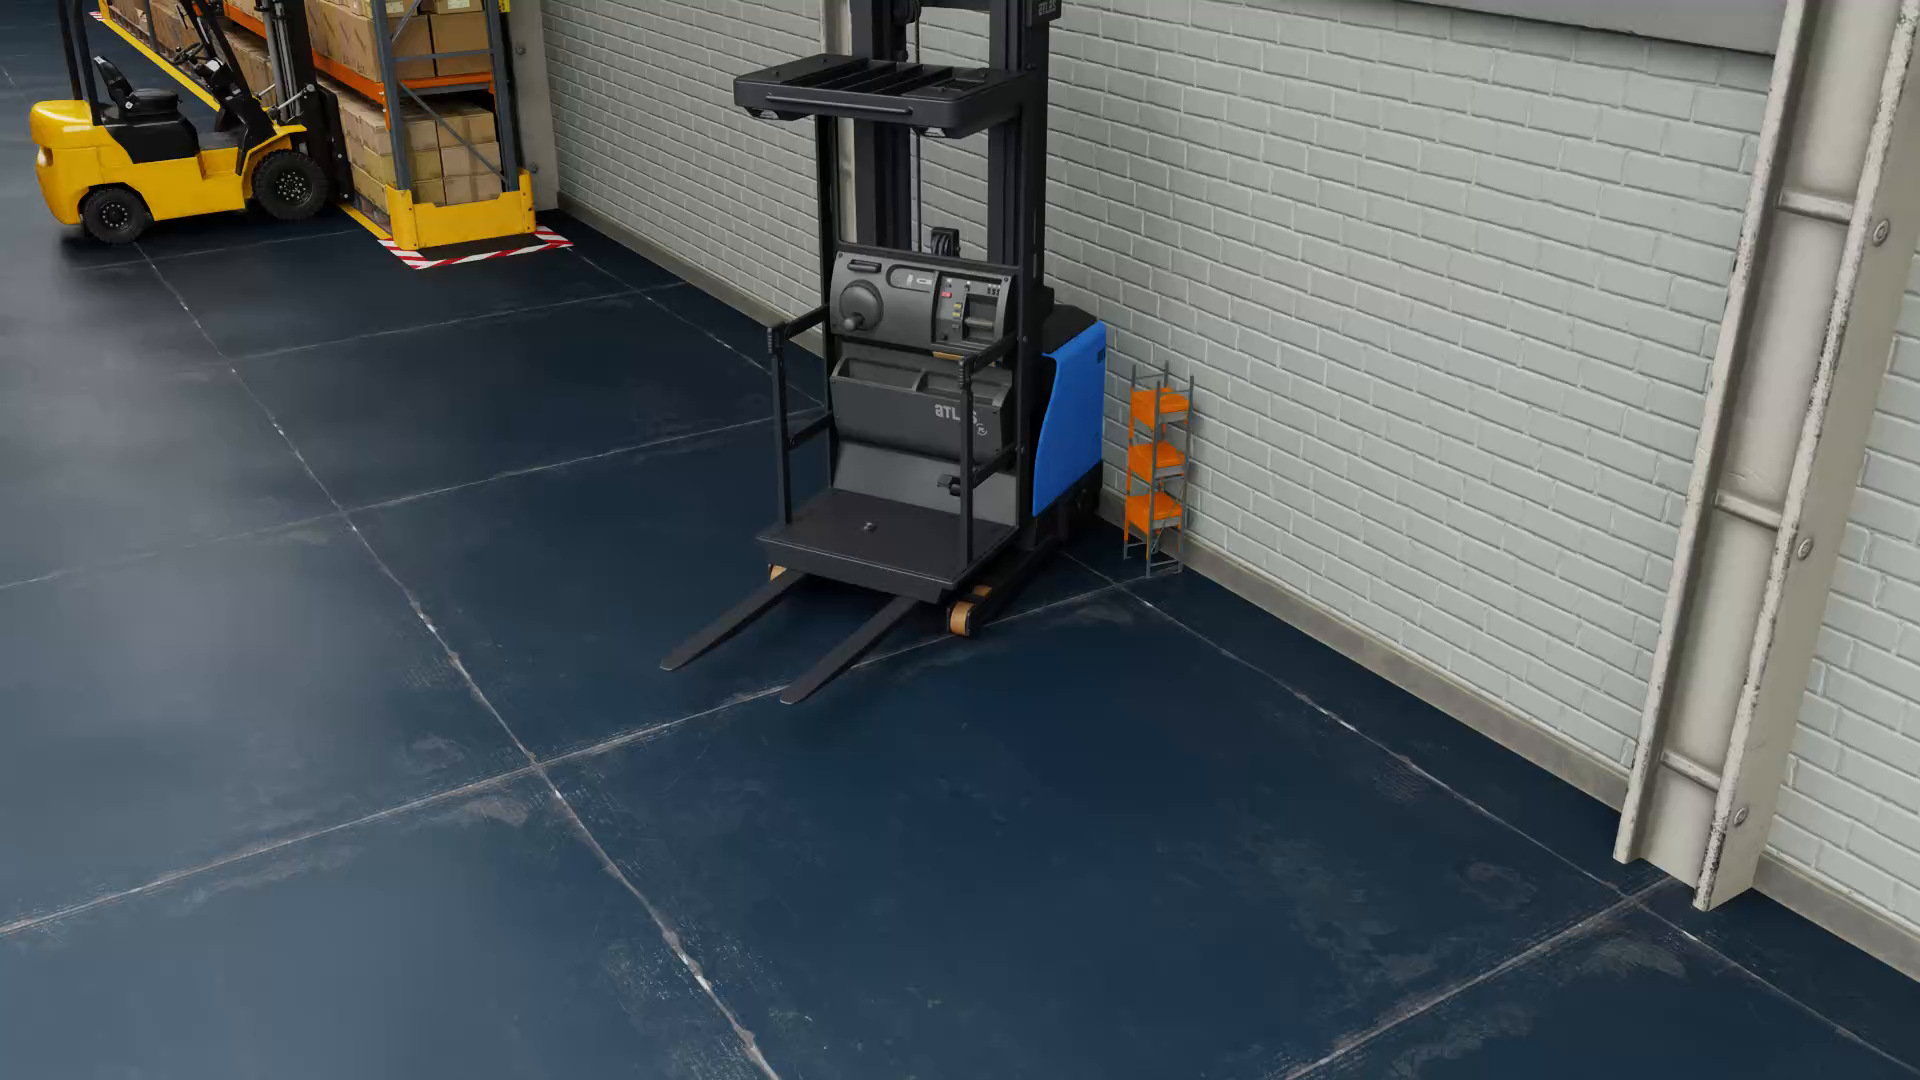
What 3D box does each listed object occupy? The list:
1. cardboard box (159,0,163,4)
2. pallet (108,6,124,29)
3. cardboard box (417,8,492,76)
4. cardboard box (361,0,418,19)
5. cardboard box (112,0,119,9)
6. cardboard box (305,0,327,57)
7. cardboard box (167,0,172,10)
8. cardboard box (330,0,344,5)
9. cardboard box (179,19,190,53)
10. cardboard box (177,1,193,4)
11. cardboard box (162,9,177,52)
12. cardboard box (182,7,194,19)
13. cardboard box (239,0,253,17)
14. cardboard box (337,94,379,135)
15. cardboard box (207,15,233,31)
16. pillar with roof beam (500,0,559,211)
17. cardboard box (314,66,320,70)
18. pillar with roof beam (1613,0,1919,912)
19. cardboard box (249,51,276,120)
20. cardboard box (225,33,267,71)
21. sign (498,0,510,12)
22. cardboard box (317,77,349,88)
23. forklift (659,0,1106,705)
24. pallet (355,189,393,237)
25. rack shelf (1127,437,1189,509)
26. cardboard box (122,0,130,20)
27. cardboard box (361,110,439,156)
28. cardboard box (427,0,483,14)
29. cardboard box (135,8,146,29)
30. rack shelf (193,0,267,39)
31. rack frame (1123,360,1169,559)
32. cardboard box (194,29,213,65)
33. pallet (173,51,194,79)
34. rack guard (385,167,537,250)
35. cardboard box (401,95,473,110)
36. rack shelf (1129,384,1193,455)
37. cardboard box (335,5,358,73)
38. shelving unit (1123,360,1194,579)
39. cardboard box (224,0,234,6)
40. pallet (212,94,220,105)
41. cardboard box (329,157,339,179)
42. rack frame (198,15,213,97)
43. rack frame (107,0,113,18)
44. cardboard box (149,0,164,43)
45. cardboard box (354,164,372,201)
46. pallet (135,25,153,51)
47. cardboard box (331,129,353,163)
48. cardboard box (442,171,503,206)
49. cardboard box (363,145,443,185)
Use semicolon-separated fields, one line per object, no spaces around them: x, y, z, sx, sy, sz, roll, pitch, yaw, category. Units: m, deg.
-10.607;-7.341;22.463;0.380;0.149;0.250;-16;30;-31;cardboard box
-12.502;-8.117;25.697;1.003;0.211;1.213;-16;29;-30;pallet
-4.283;-4.254;14.131;0.500;0.500;0.500;-14;29;-28;cardboard box
-4.669;-4.365;13.605;0.380;0.149;0.250;-15;29;-29;cardboard box
-12.725;-8.510;25.696;0.797;0.503;0.637;-17;30;-32;cardboard box
-5.573;-4.676;15.023;0.500;0.500;0.500;-15;29;-29;cardboard box
-10.191;-7.059;21.865;0.380;0.149;0.250;-16;29;-30;cardboard box
-5.235;-4.732;14.383;0.380;0.149;0.250;-17;30;-31;cardboard box
-9.576;-6.357;21.139;0.500;0.500;0.500;-14;29;-27;cardboard box
-9.886;-6.880;21.486;0.380;0.149;0.250;-15;29;-29;cardboard box
-10.153;-6.726;21.920;0.500;0.500;0.500;-17;30;-31;cardboard box
-9.619;-6.688;21.080;0.380;0.149;0.250;-16;30;-30;cardboard box
-7.202;-5.628;17.334;0.500;0.250;0.500;-16;29;-30;cardboard box
-5.325;-3.817;14.880;0.500;0.250;0.500;-15;29;-29;cardboard box
-9.094;-6.299;20.256;0.380;0.149;0.250;-17;30;-32;cardboard box
-7.477;-6.136;11.207;9.100;9.000;0.400;-16;29;-30;pillar with roof beam
-6.428;-4.551;16.433;0.500;0.250;0.500;-16;30;-30;cardboard box
-0.926;-1.844;2.115;9.100;9.000;0.400;-16;29;-30;pillar with roof beam
-7.140;-4.977;18.070;0.875;0.625;0.625;-16;30;-30;cardboard box
-7.920;-5.487;19.148;0.875;0.625;0.625;-14;29;-28;cardboard box
-3.777;-4.522;13.708;0.100;0.325;0.005;-16;29;-30;sign
-5.876;-4.190;15.670;0.500;0.250;0.500;-14;29;-28;cardboard box
-0.288;-1.090;7.625;1.130;2.935;3.031;13;28;25;forklift
-4.698;-2.970;14.794;1.003;0.211;1.213;-16;29;-30;pallet
0.979;-0.335;8.255;0.215;0.259;0.240;-10;27;-21;rack shelf
-12.086;-7.982;24.580;0.500;0.500;0.500;-15;29;-29;cardboard box
-4.758;-3.458;14.119;0.500;0.250;0.500;-14;29;-28;cardboard box
-4.213;-4.488;13.865;0.380;0.149;0.250;-16;30;-31;cardboard box
-11.541;-7.471;23.774;0.396;0.266;0.258;-14;29;-28;cardboard box
-7.521;-5.788;18.340;1.077;0.370;4.000;-16;29;-30;rack shelf
0.932;-0.393;8.352;0.200;1.050;0.008;-10;27;-21;rack frame
-9.023;-5.989;20.360;0.500;0.500;0.500;-15;29;-28;cardboard box
-9.650;-6.279;21.805;1.003;0.211;1.213;-16;29;-30;pallet
-4.232;-2.828;14.156;1.175;0.500;0.348;-16;29;-30;rack guard
-4.625;-3.760;14.759;0.500;0.250;0.500;-15;29;-29;cardboard box
0.979;-0.592;8.134;0.215;0.259;0.240;-10;27;-21;rack shelf
-5.009;-4.315;14.260;0.500;0.500;0.500;-15;29;-28;cardboard box
0.979;-0.345;8.251;0.215;1.050;0.252;-10;27;-21;shelving unit
-7.736;-5.996;18.113;0.500;0.250;0.500;-14;29;-28;cardboard box
-8.196;-5.264;19.654;1.003;0.211;1.213;-16;29;-30;pallet
-5.598;-3.550;15.485;0.500;0.250;0.500;-15;29;-28;cardboard box
-8.612;-6.829;19.702;1.000;3.000;0.127;-16;29;-30;rack frame
-12.980;-9.690;25.763;1.000;3.000;0.127;-16;29;-30;rack frame
-10.721;-7.093;22.699;0.500;0.500;0.500;-14;29;-27;cardboard box
-5.030;-3.188;14.719;0.500;0.250;0.500;-16;29;-30;cardboard box
-11.170;-7.244;23.848;1.003;0.211;1.213;-16;29;-30;pallet
-5.337;-3.603;15.011;0.500;0.250;0.500;-16;30;-31;cardboard box
-4.350;-3.135;14.606;0.500;0.250;0.500;-15;29;-29;cardboard box
-4.773;-3.241;14.245;0.500;0.250;0.500;-16;30;-30;cardboard box
